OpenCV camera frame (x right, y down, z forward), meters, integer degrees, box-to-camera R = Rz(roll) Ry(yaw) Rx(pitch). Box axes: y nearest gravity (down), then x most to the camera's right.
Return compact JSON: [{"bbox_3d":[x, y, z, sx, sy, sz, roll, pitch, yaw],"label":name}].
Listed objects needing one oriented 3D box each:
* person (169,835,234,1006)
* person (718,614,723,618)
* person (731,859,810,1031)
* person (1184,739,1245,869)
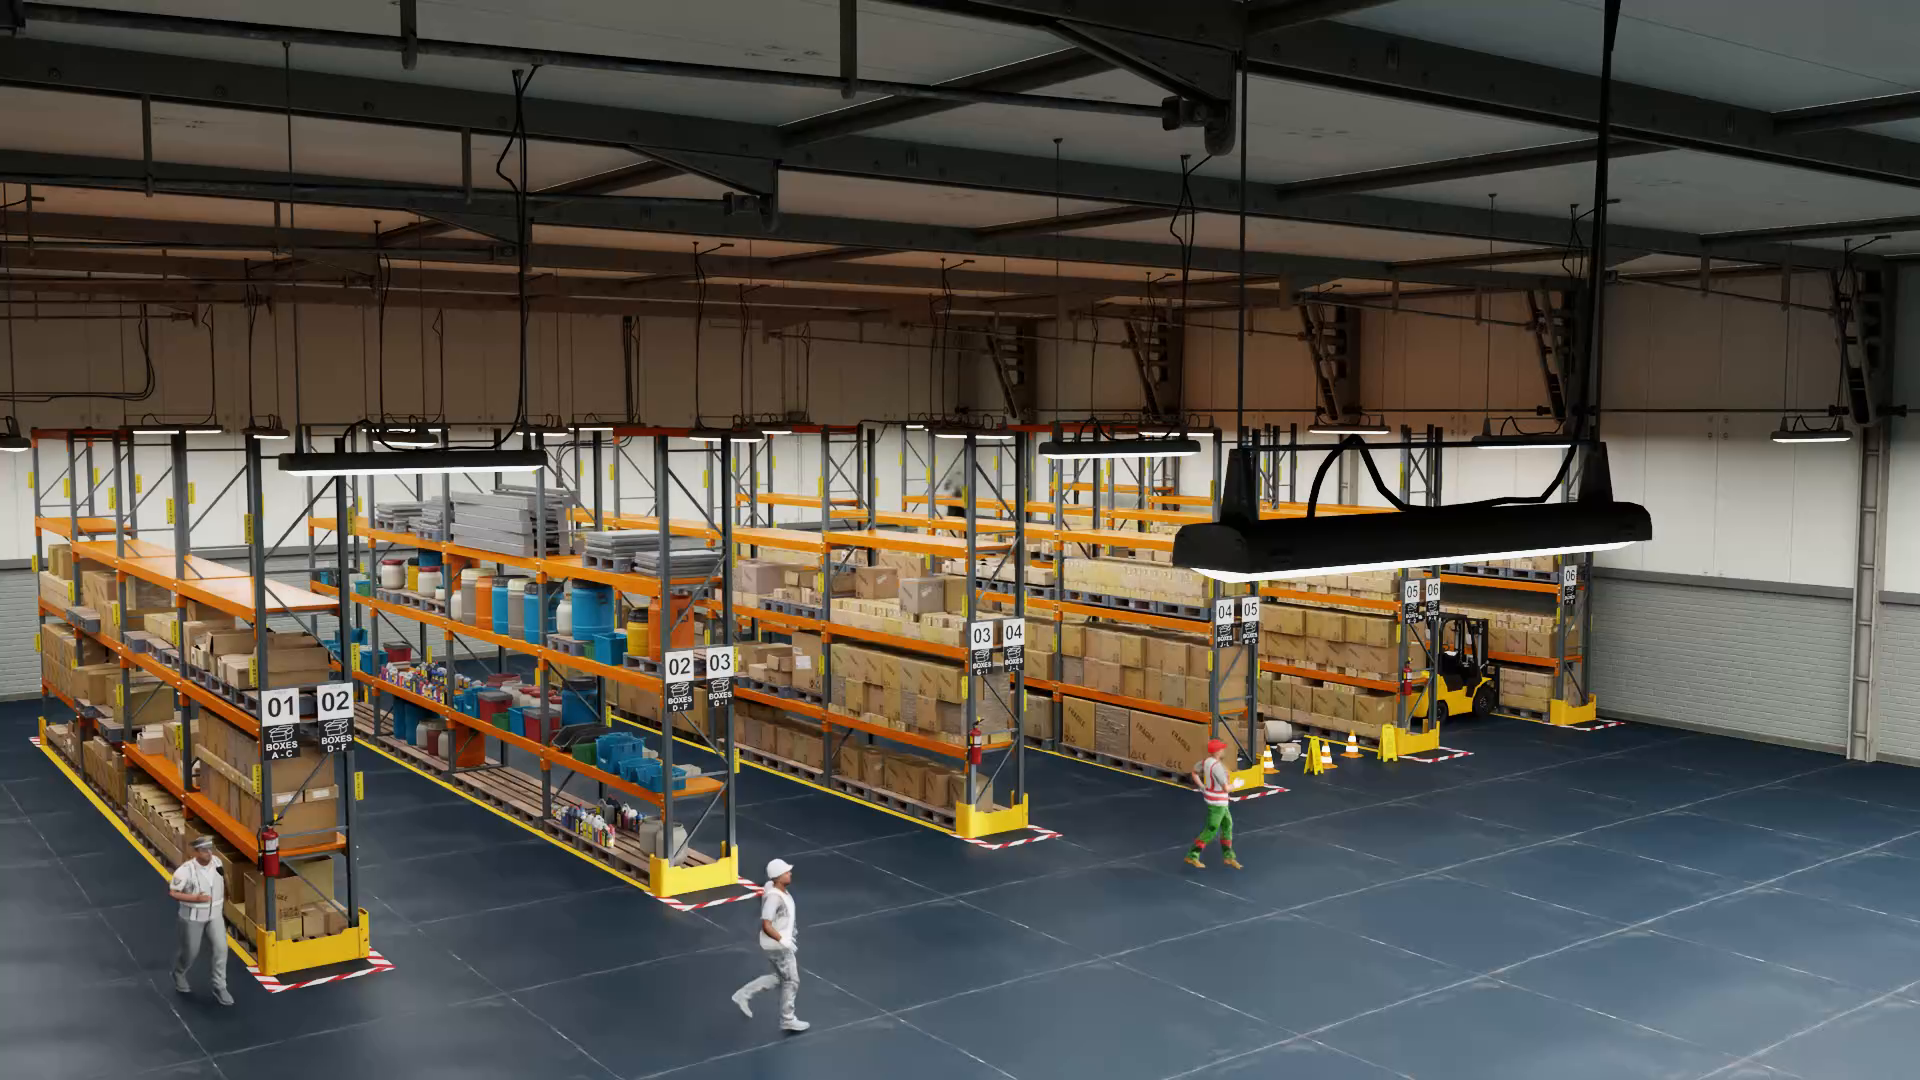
[{"bbox_3d":[-8.155,4.044,17.878,0.955,1.786,0.691,4,6,38],"label":"person"},{"bbox_3d":[-5.526,2.512,38.268,0.572,1.653,0.760,-2,5,-23],"label":"person"},{"bbox_3d":[-1.932,4.115,16.903,0.801,1.775,0.672,-1,5,-10],"label":"person"},{"bbox_3d":[3.490,3.633,22.753,0.862,1.835,0.653,0,4,-5],"label":"person"}]
